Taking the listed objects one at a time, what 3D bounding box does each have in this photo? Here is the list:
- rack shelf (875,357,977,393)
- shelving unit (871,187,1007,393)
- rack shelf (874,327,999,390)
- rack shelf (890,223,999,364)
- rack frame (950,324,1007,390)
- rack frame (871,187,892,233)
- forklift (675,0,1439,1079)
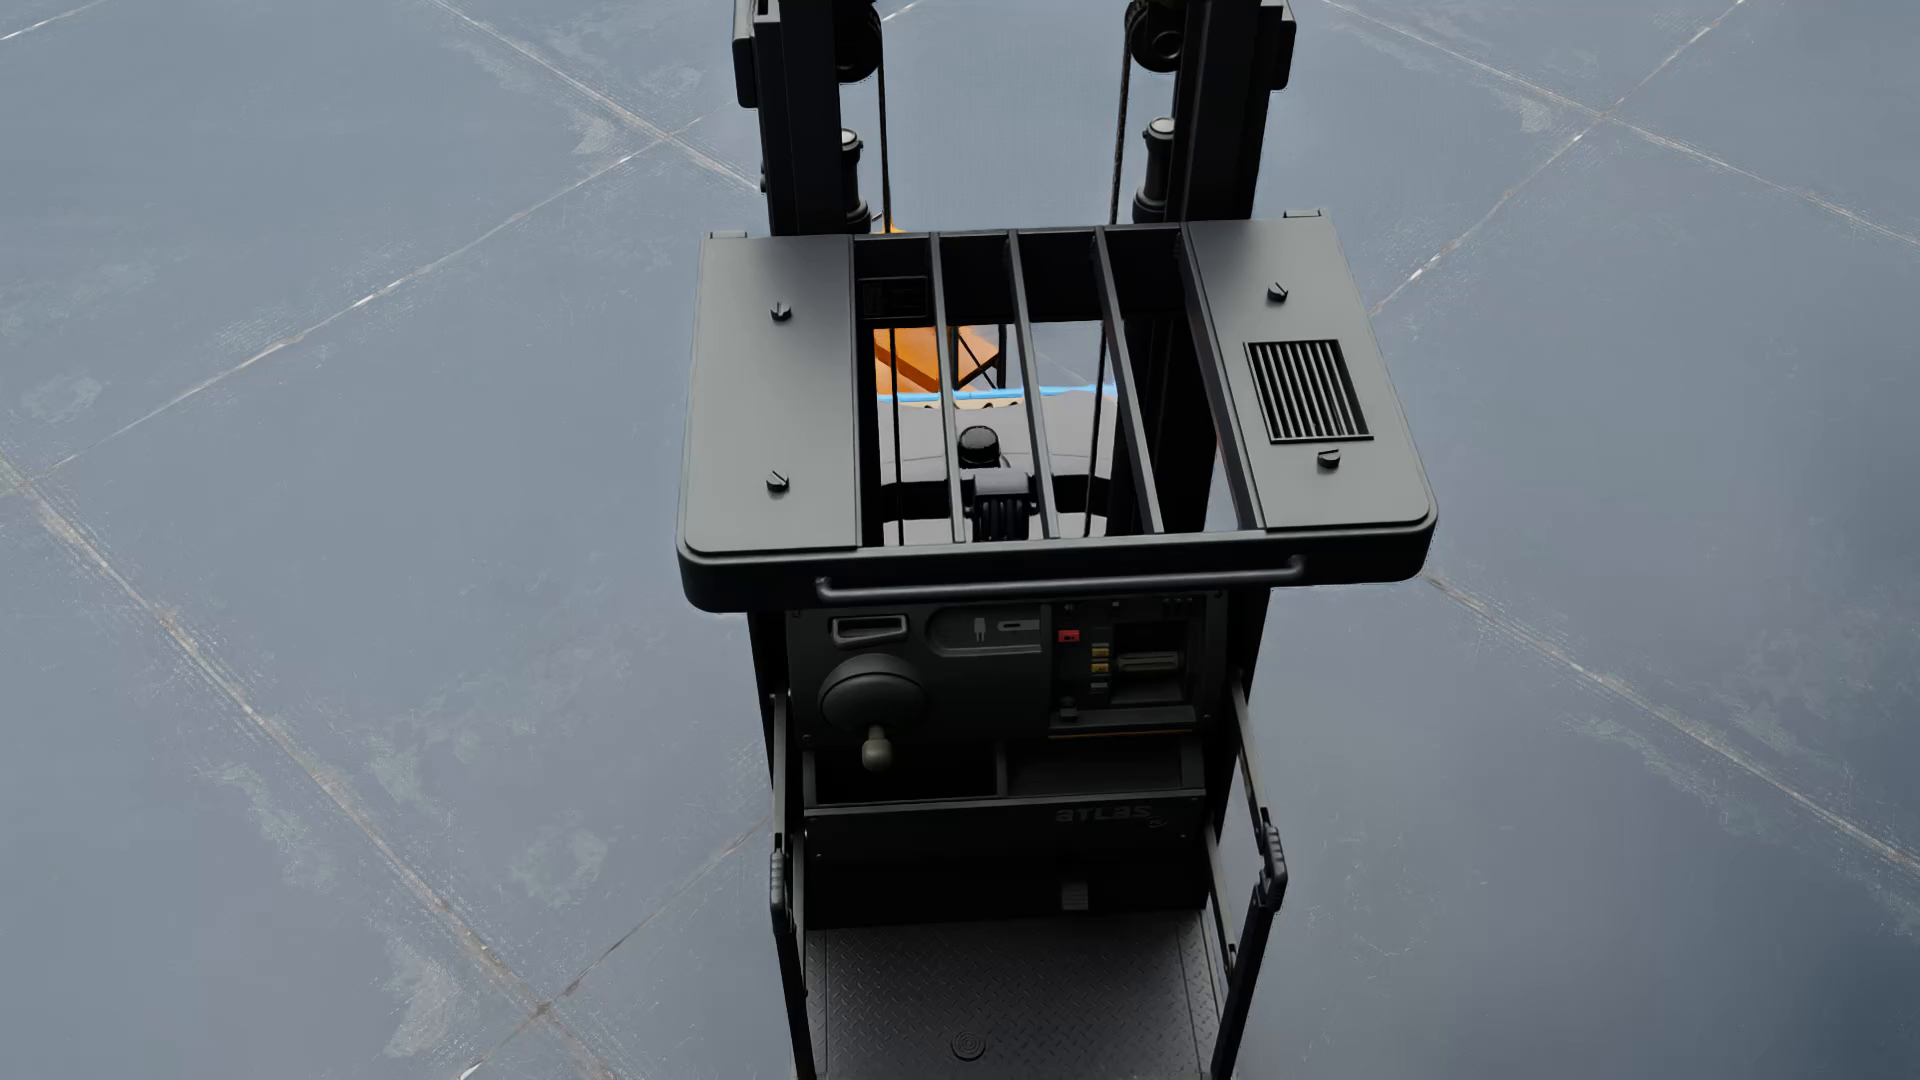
[{"bbox_3d":[-0.122,-0.446,5.438,0.480,0.148,0.258,34,55,28],"label":"rack shelf"},{"bbox_3d":[-0.122,-0.493,5.389,0.503,1.200,0.258,34,55,28],"label":"shelving unit"},{"bbox_3d":[-0.122,-0.600,5.275,0.480,0.148,0.258,34,55,28],"label":"rack shelf"},{"bbox_3d":[-0.122,-0.762,5.103,0.480,0.148,0.258,34,55,28],"label":"rack shelf"},{"bbox_3d":[0.058,-0.372,5.276,0.015,1.200,0.240,34,55,28],"label":"rack frame"},{"bbox_3d":[-0.301,-0.613,5.503,0.015,1.200,0.240,34,55,28],"label":"rack frame"},{"bbox_3d":[0.117,0.377,3.385,1.130,2.935,3.031,-3,47,-2],"label":"forklift"}]
